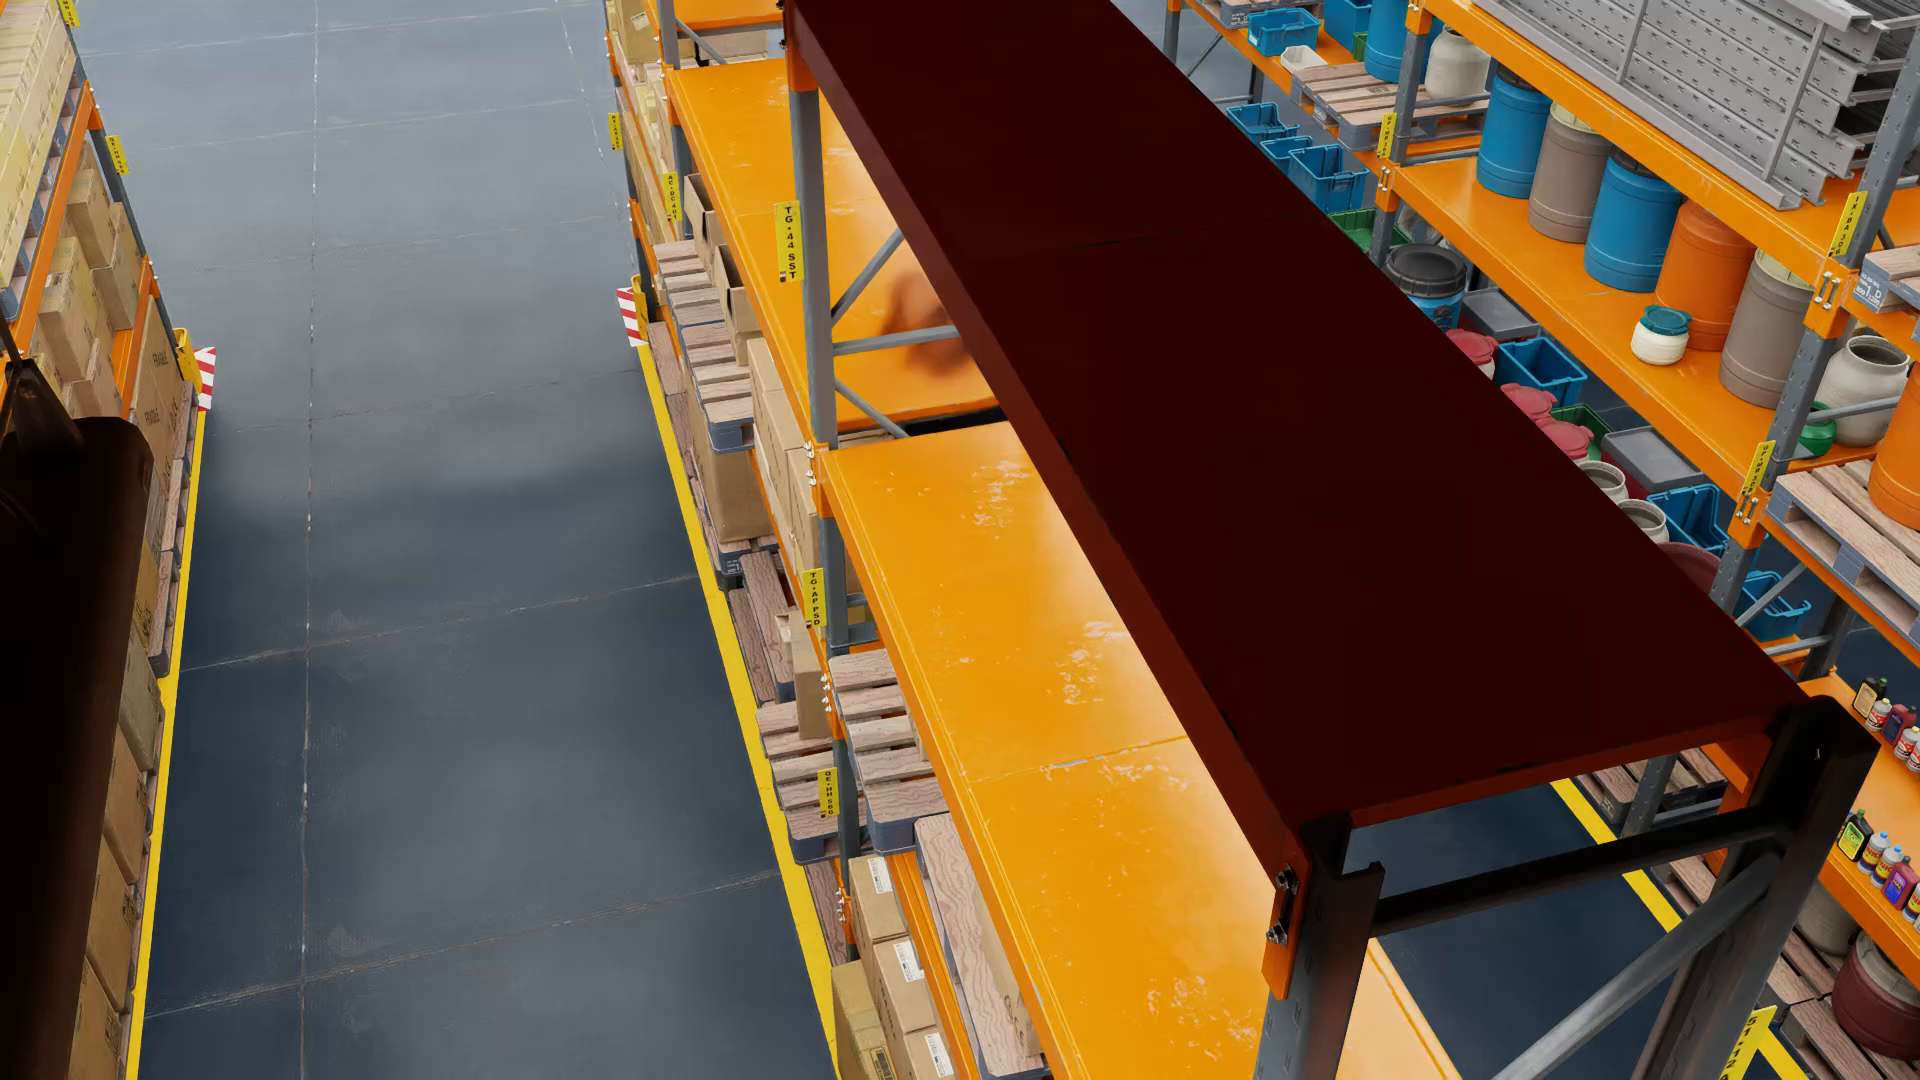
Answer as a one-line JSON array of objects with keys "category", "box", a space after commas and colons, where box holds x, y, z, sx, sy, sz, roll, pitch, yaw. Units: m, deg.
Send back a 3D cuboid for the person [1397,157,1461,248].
[{"category": "person", "box": [4.343, -3.153, 15.433, 0.569, 1.647, 0.963, -13, 40, -16]}]
